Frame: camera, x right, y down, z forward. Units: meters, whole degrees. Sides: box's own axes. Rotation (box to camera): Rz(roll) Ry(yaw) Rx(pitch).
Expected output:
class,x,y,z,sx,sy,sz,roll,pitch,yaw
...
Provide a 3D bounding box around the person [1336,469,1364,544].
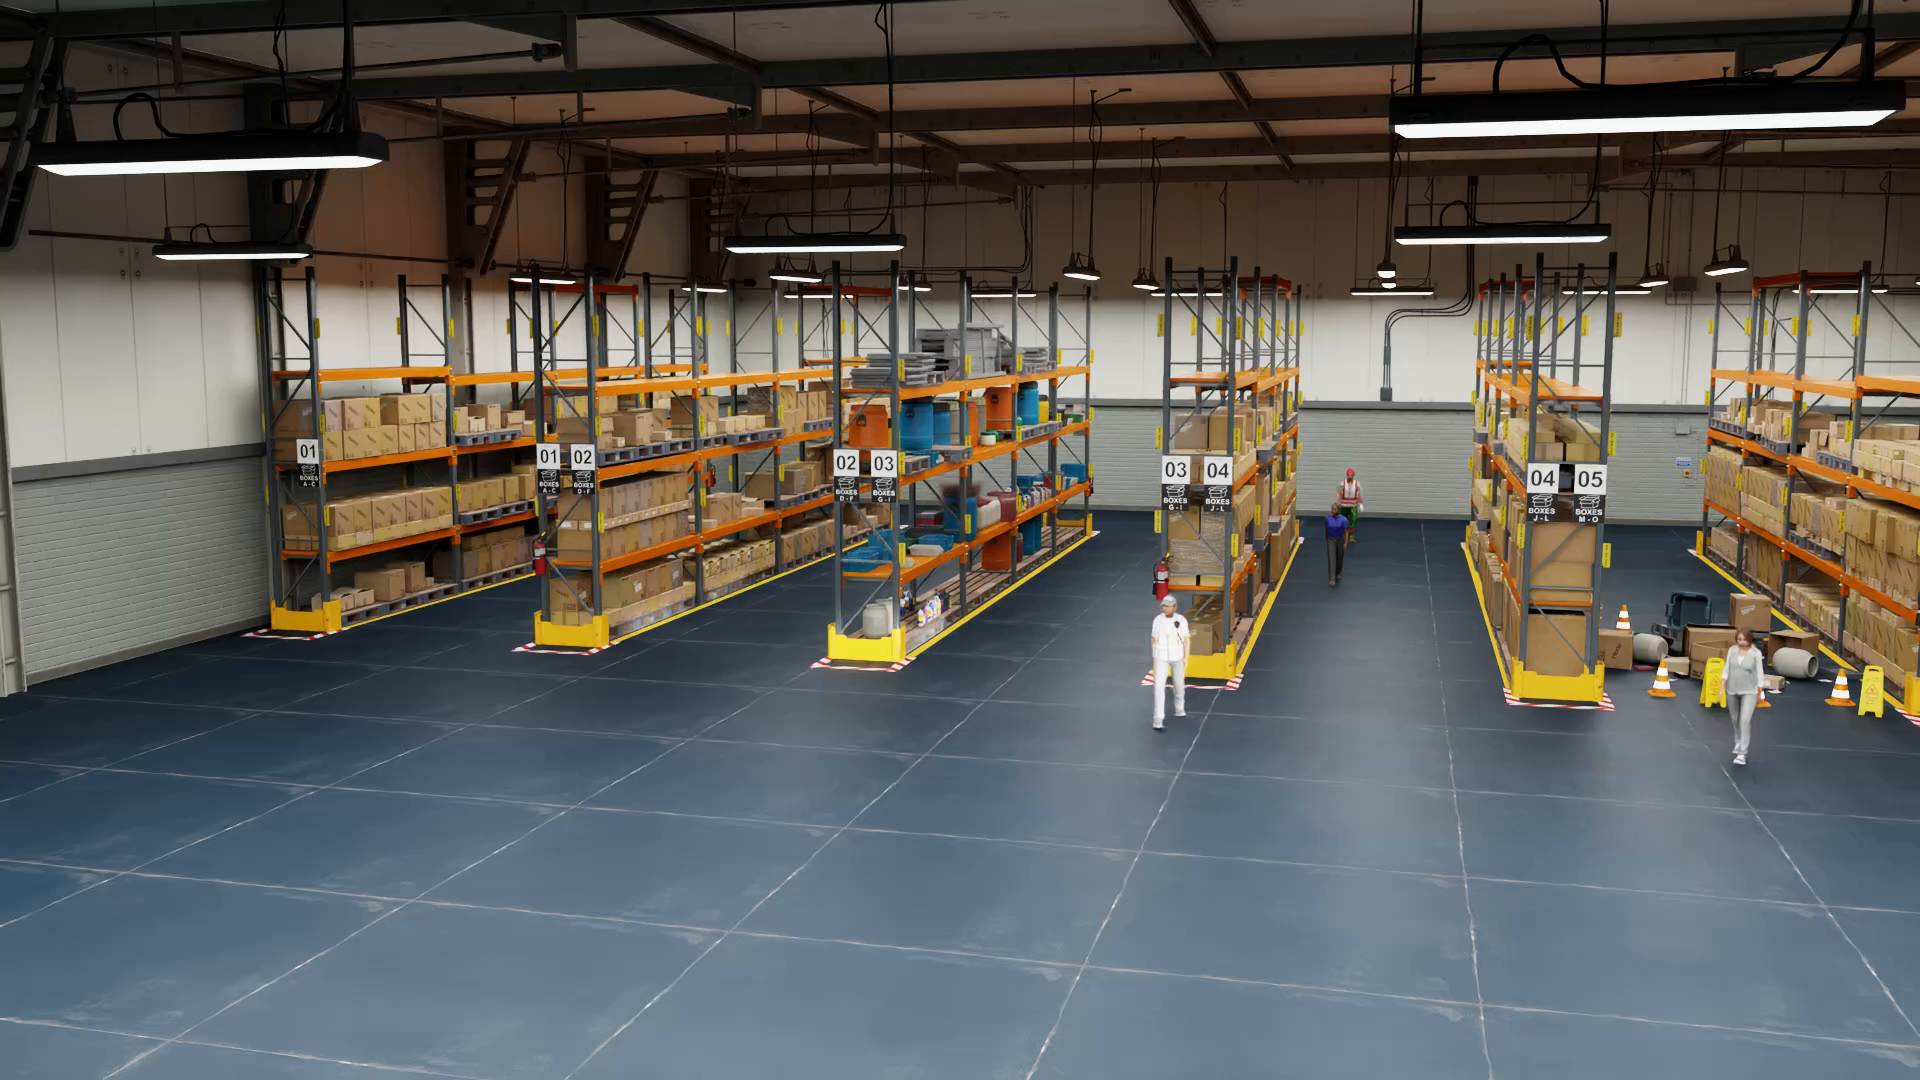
class,x,y,z,sx,sy,sz,roll,pitch,yaw
person,9.126,-0.807,38.937,0.649,1.731,1.098,1,7,11

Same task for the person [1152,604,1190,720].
class,x,y,z,sx,sy,sz,roll,pitch,yaw
person,2.678,1.491,21.168,0.495,1.558,0.771,2,7,13

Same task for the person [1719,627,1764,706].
class,x,y,z,sx,sy,sz,roll,pitch,yaw
person,9.053,1.468,19.259,0.417,0.928,0.415,-6,9,-40

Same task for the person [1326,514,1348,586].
class,x,y,z,sx,sy,sz,roll,pitch,yaw
person,7.380,0.161,32.607,0.435,1.396,1.033,1,7,12

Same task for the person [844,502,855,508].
class,x,y,z,sx,sy,sz,roll,pitch,yaw
person,-2.861,-1.274,42.988,0.875,1.644,0.517,-3,8,-19
